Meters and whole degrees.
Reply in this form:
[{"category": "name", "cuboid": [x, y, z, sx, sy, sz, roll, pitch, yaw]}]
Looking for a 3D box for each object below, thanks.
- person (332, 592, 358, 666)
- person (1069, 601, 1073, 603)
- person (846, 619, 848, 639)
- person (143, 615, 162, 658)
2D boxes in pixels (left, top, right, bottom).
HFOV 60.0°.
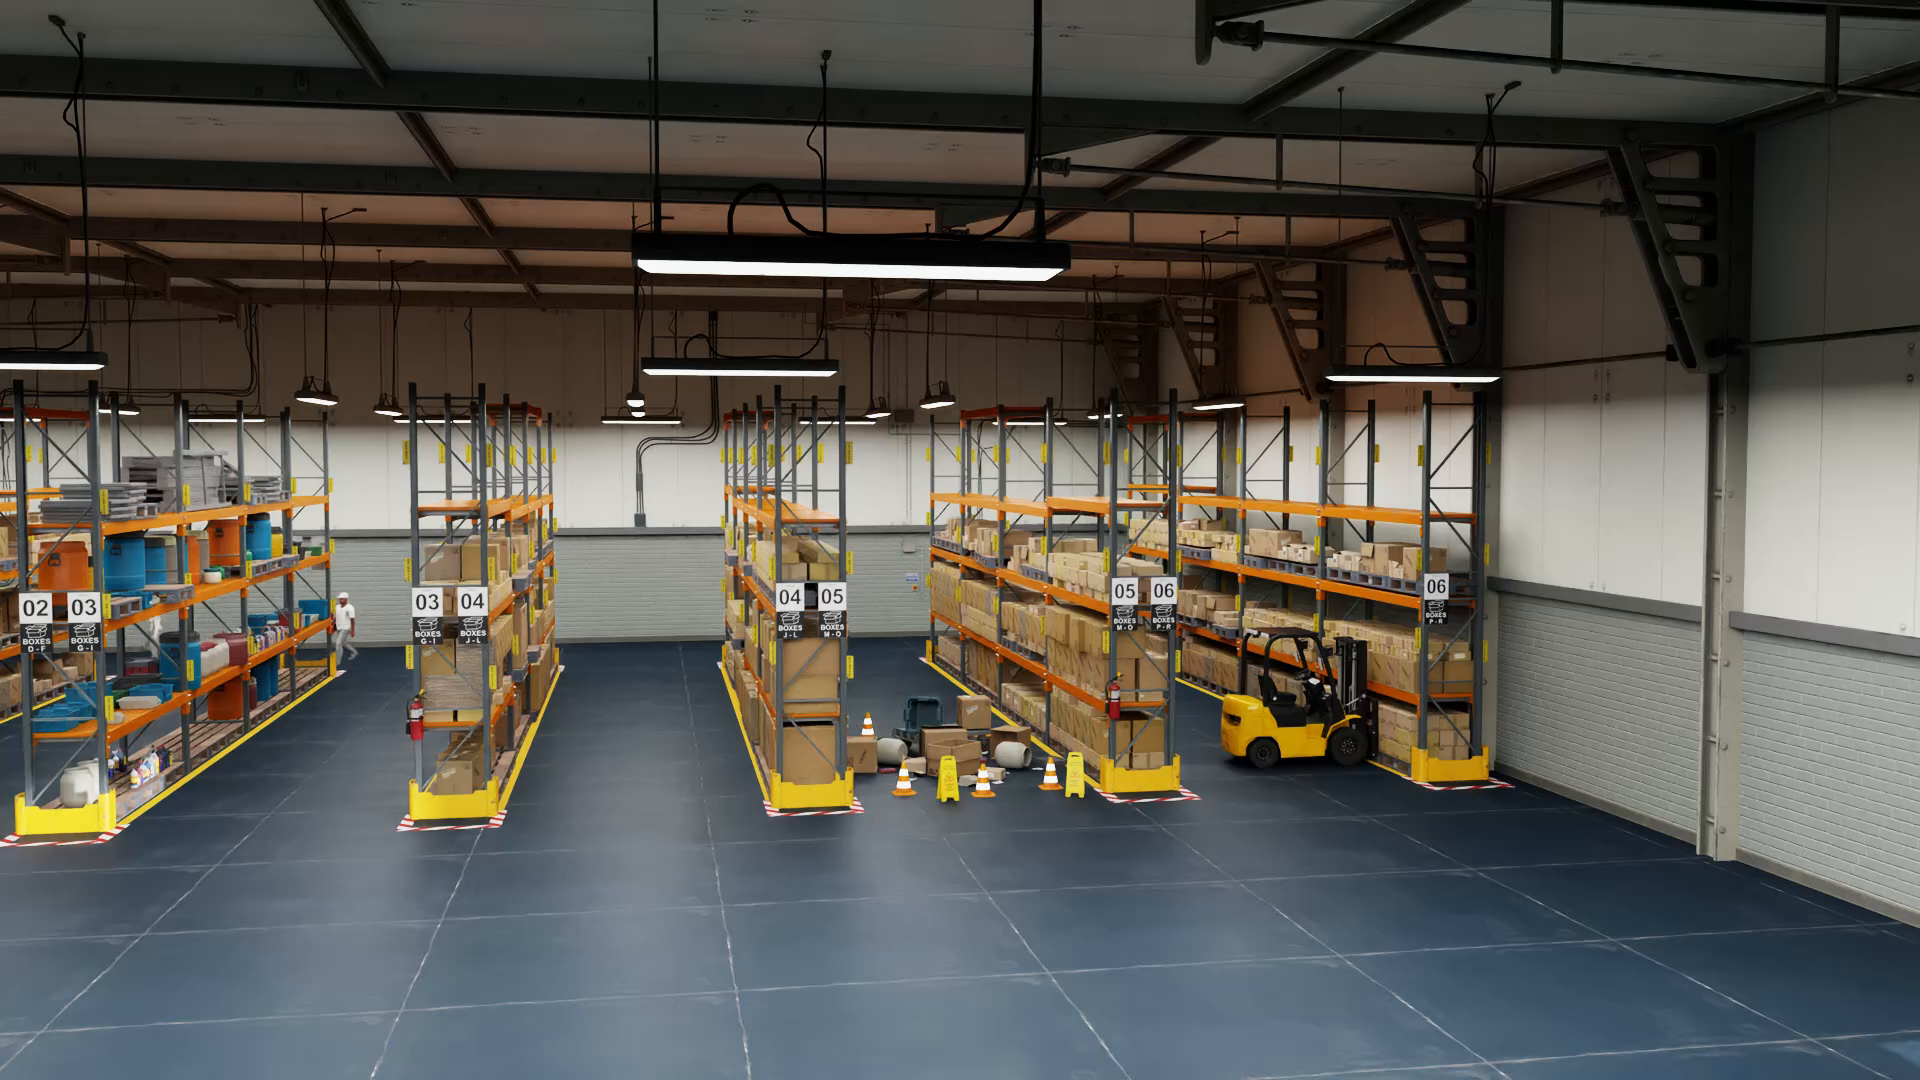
[{"category": "person", "cuboid": [-14.750, 2.120, 39.830, 0.607, 1.745, 0.939, 1, 3, 27]}, {"category": "person", "cuboid": [2.591, 1.964, 40.049, 0.444, 1.459, 0.963, -3, 4, -42]}, {"category": "person", "cuboid": [-2.728, 2.160, 37.030, 0.475, 1.574, 0.551, -1, 3, -10]}, {"category": "person", "cuboid": [-18.914, 2.168, 39.101, 0.505, 1.676, 0.524, 2, 4, 41]}]
